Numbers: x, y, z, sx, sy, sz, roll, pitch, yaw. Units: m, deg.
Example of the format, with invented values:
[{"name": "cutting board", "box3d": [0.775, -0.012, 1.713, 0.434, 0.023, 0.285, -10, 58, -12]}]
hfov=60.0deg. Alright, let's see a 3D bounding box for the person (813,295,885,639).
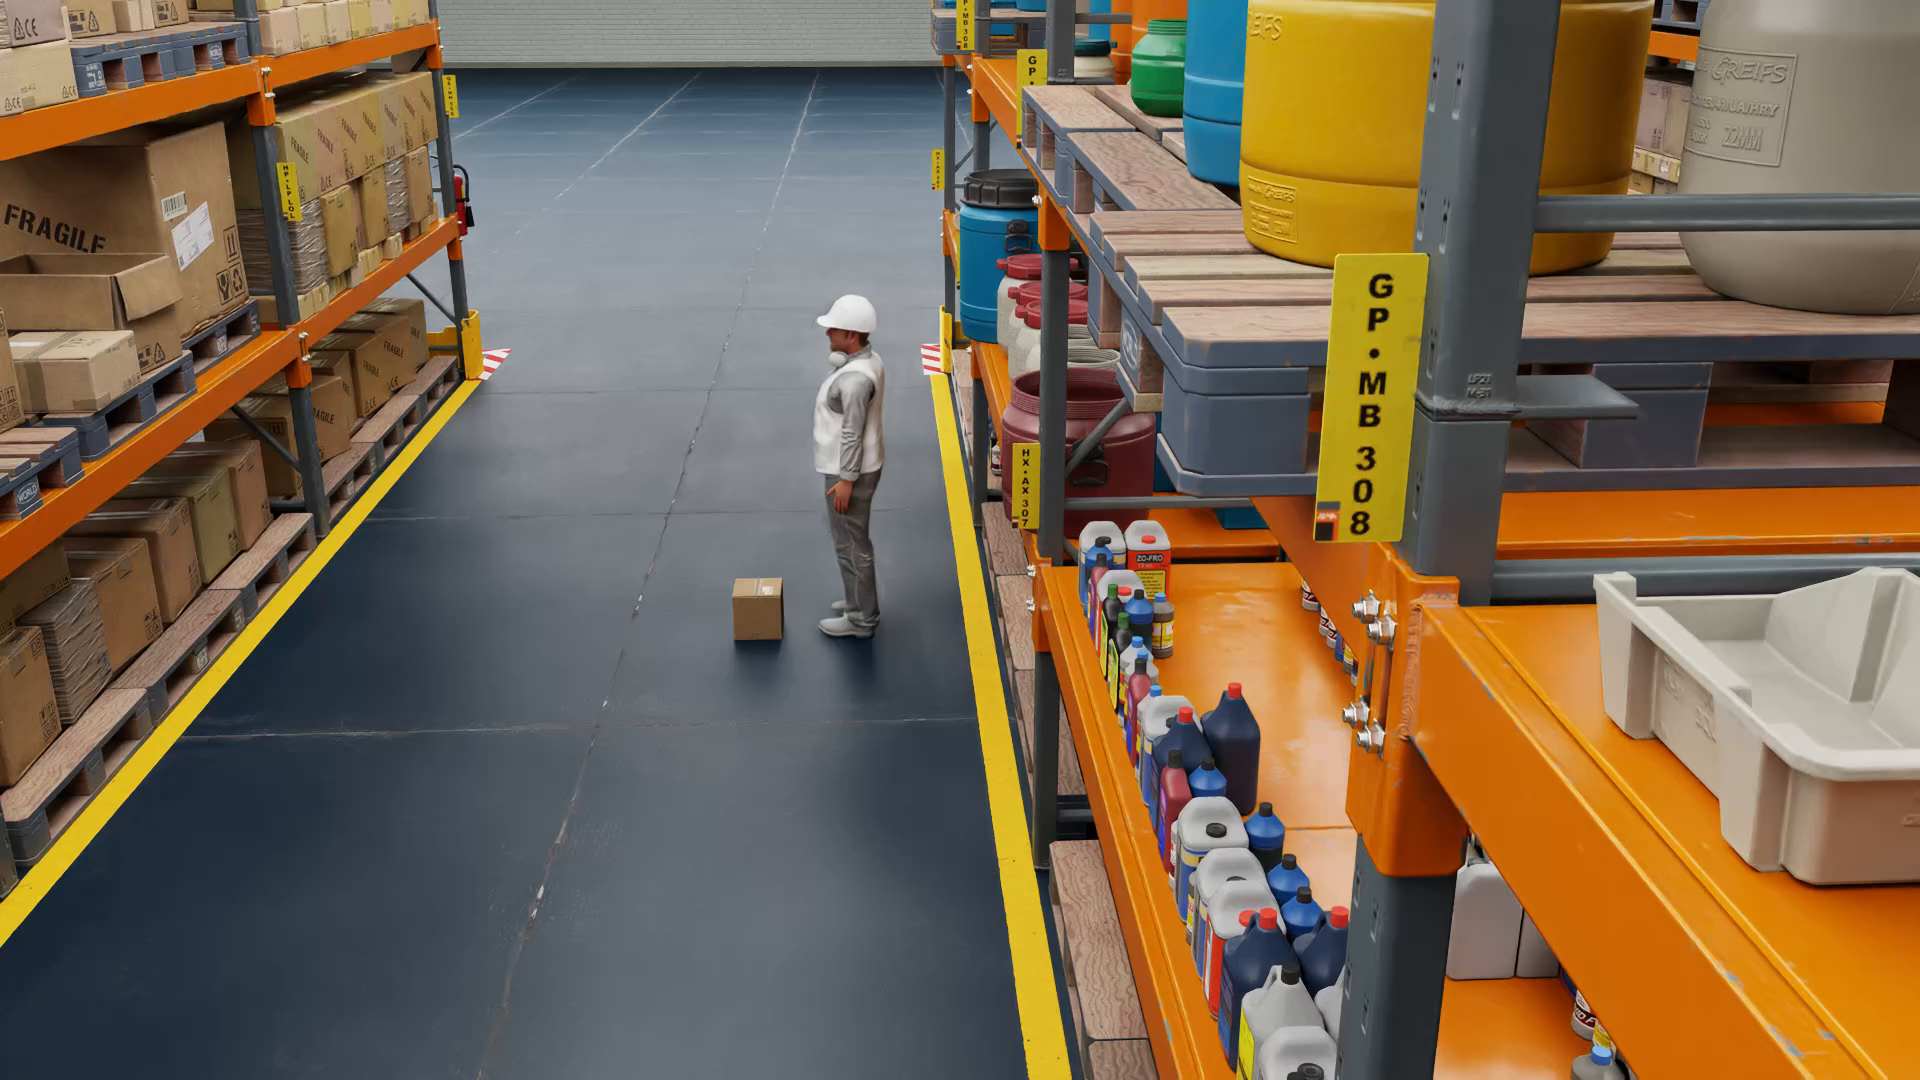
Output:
[{"name": "person", "box3d": [-0.561, -0.368, 8.536, 0.354, 1.807, 0.585, 2, 20, 6]}]
